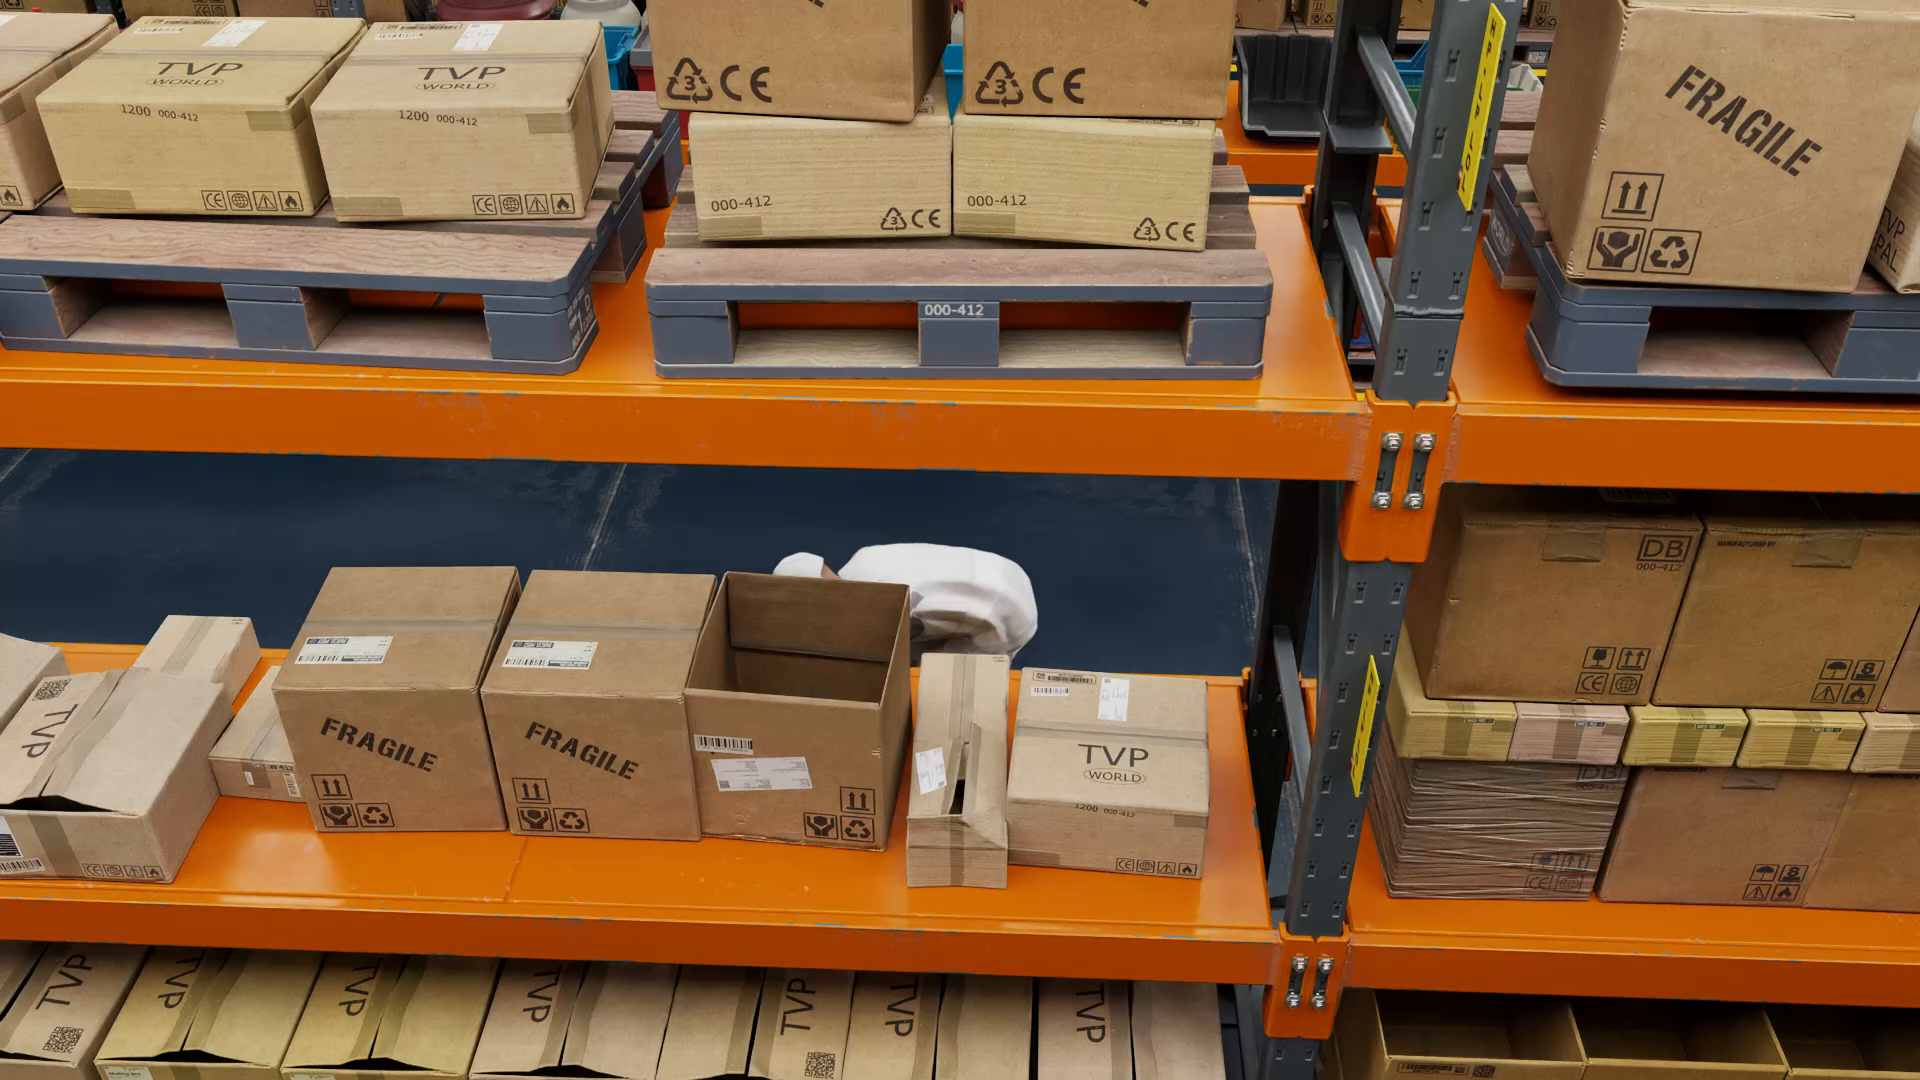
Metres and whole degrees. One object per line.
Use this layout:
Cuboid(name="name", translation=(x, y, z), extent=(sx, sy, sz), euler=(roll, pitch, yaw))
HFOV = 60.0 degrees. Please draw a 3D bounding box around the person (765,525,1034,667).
Cuboid(name="person", translation=(-0.213, 0.422, 6.150), extent=(0.958, 1.070, 0.531), euler=(-1, 35, -1))
